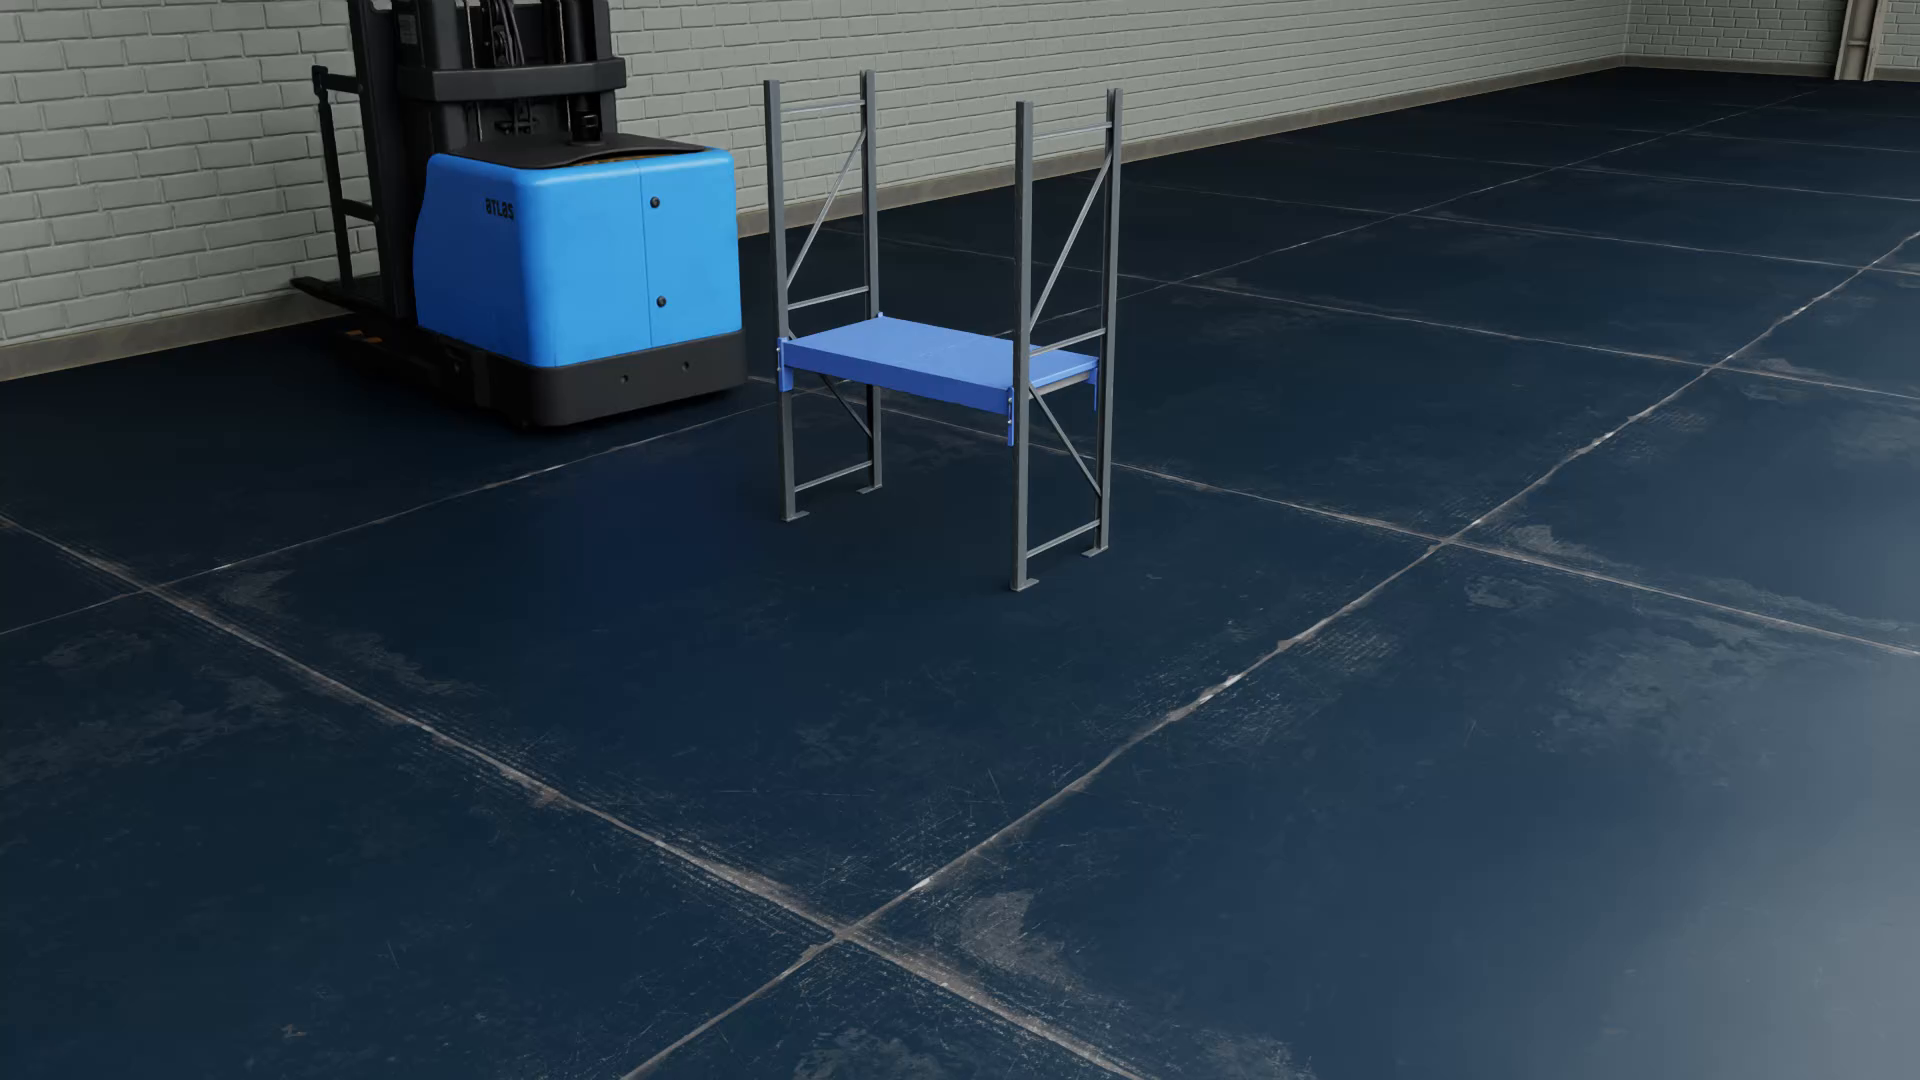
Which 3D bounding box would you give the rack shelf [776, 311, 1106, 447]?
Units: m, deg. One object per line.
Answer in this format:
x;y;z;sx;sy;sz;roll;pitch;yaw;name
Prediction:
-0.066;-0.552;5.517;1.000;0.185;0.538;16;26;36;rack shelf

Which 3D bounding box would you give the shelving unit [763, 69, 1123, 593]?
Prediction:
-0.066;-0.721;5.454;1.048;1.500;0.538;16;26;36;shelving unit

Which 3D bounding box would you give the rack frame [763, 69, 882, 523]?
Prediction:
-0.460;-0.834;5.755;0.032;1.500;0.500;16;26;36;rack frame

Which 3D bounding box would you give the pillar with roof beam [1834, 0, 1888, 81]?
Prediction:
8.739;-8.941;16.626;0.400;9.000;9.100;16;26;36;pillar with roof beam

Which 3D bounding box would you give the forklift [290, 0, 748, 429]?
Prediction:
-2.311;-2.258;7.502;1.130;2.935;3.031;-19;27;-40;forklift

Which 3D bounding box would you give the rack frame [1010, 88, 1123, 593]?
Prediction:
0.328;-0.607;5.153;0.032;1.500;0.500;16;26;36;rack frame
